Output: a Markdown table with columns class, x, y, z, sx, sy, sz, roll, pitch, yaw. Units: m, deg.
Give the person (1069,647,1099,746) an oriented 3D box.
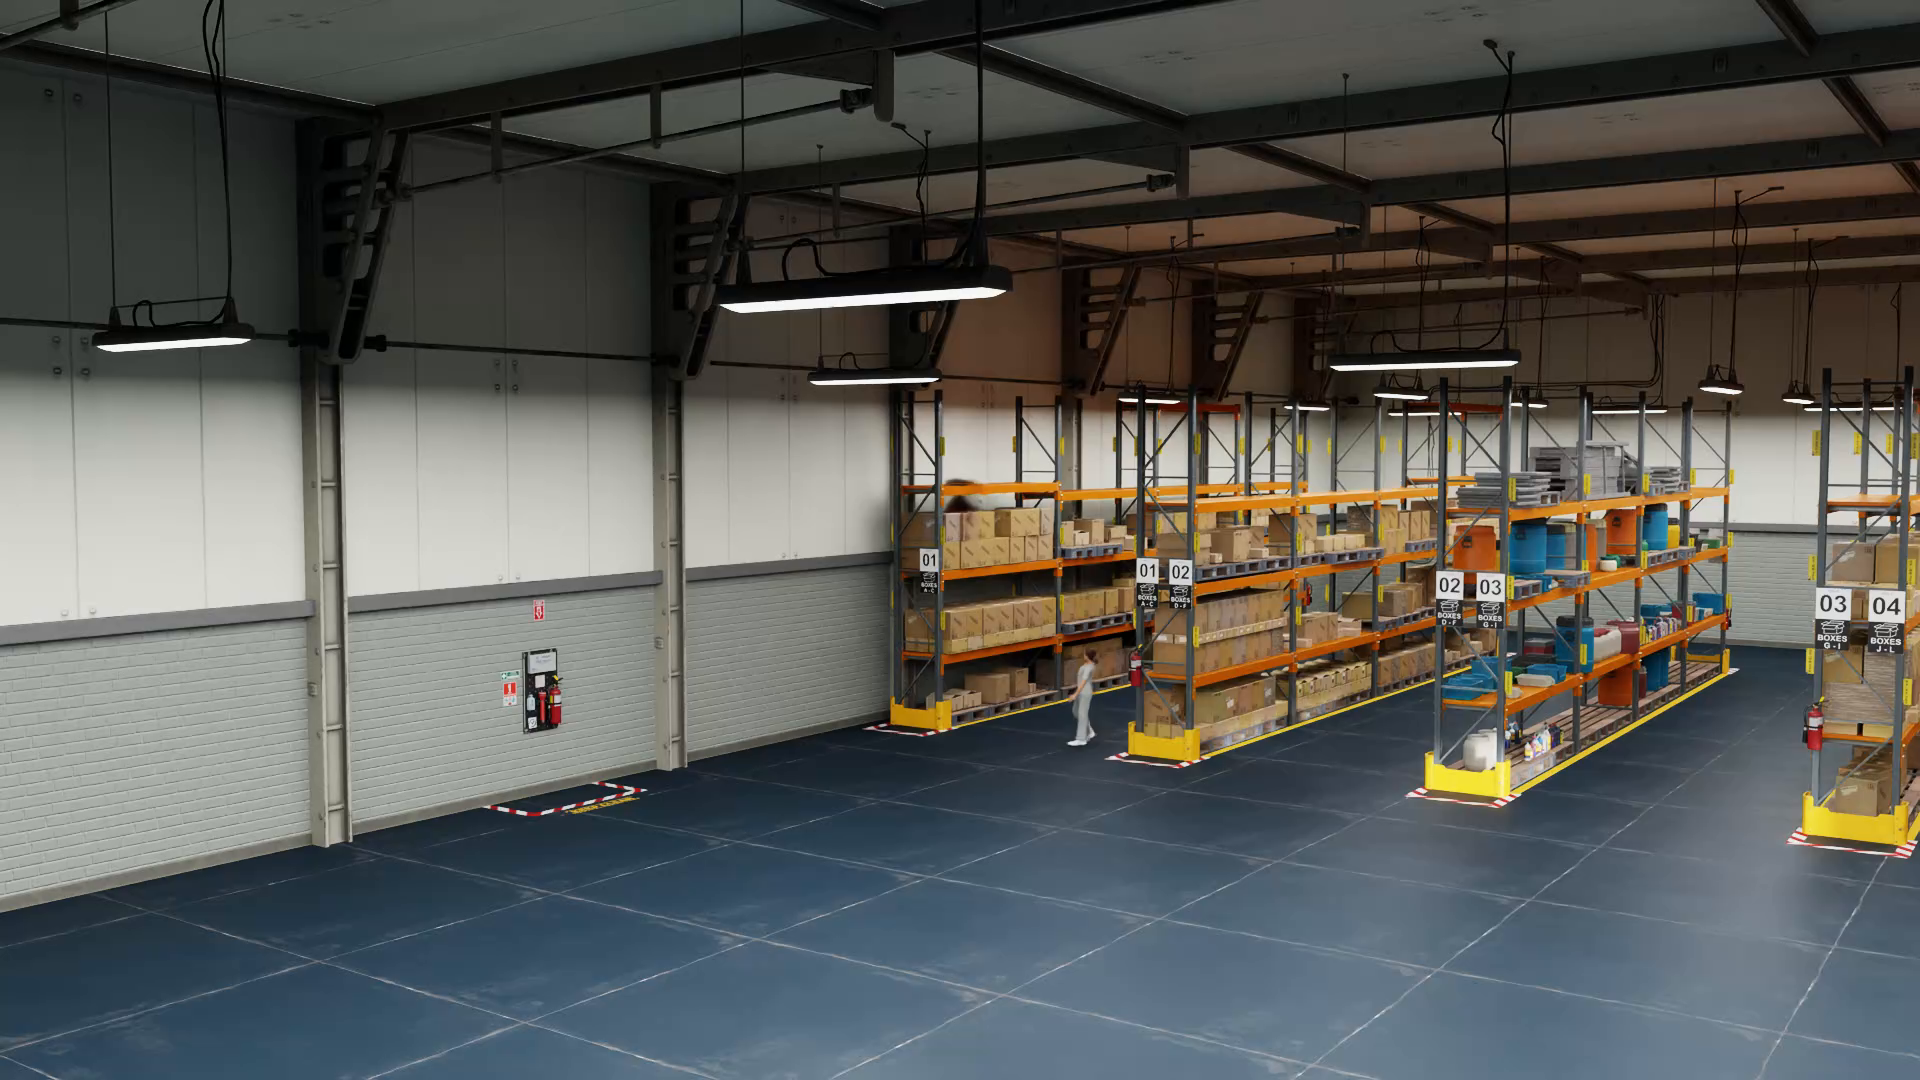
| class | x | y | z | sx | sy | sz | roll | pitch | yaw |
| --- | --- | --- | --- | --- | --- | --- | --- | --- | --- |
| person | 2.069 | 2.603 | 27.867 | 0.509 | 1.661 | 0.549 | 0 | 3 | 2 |
